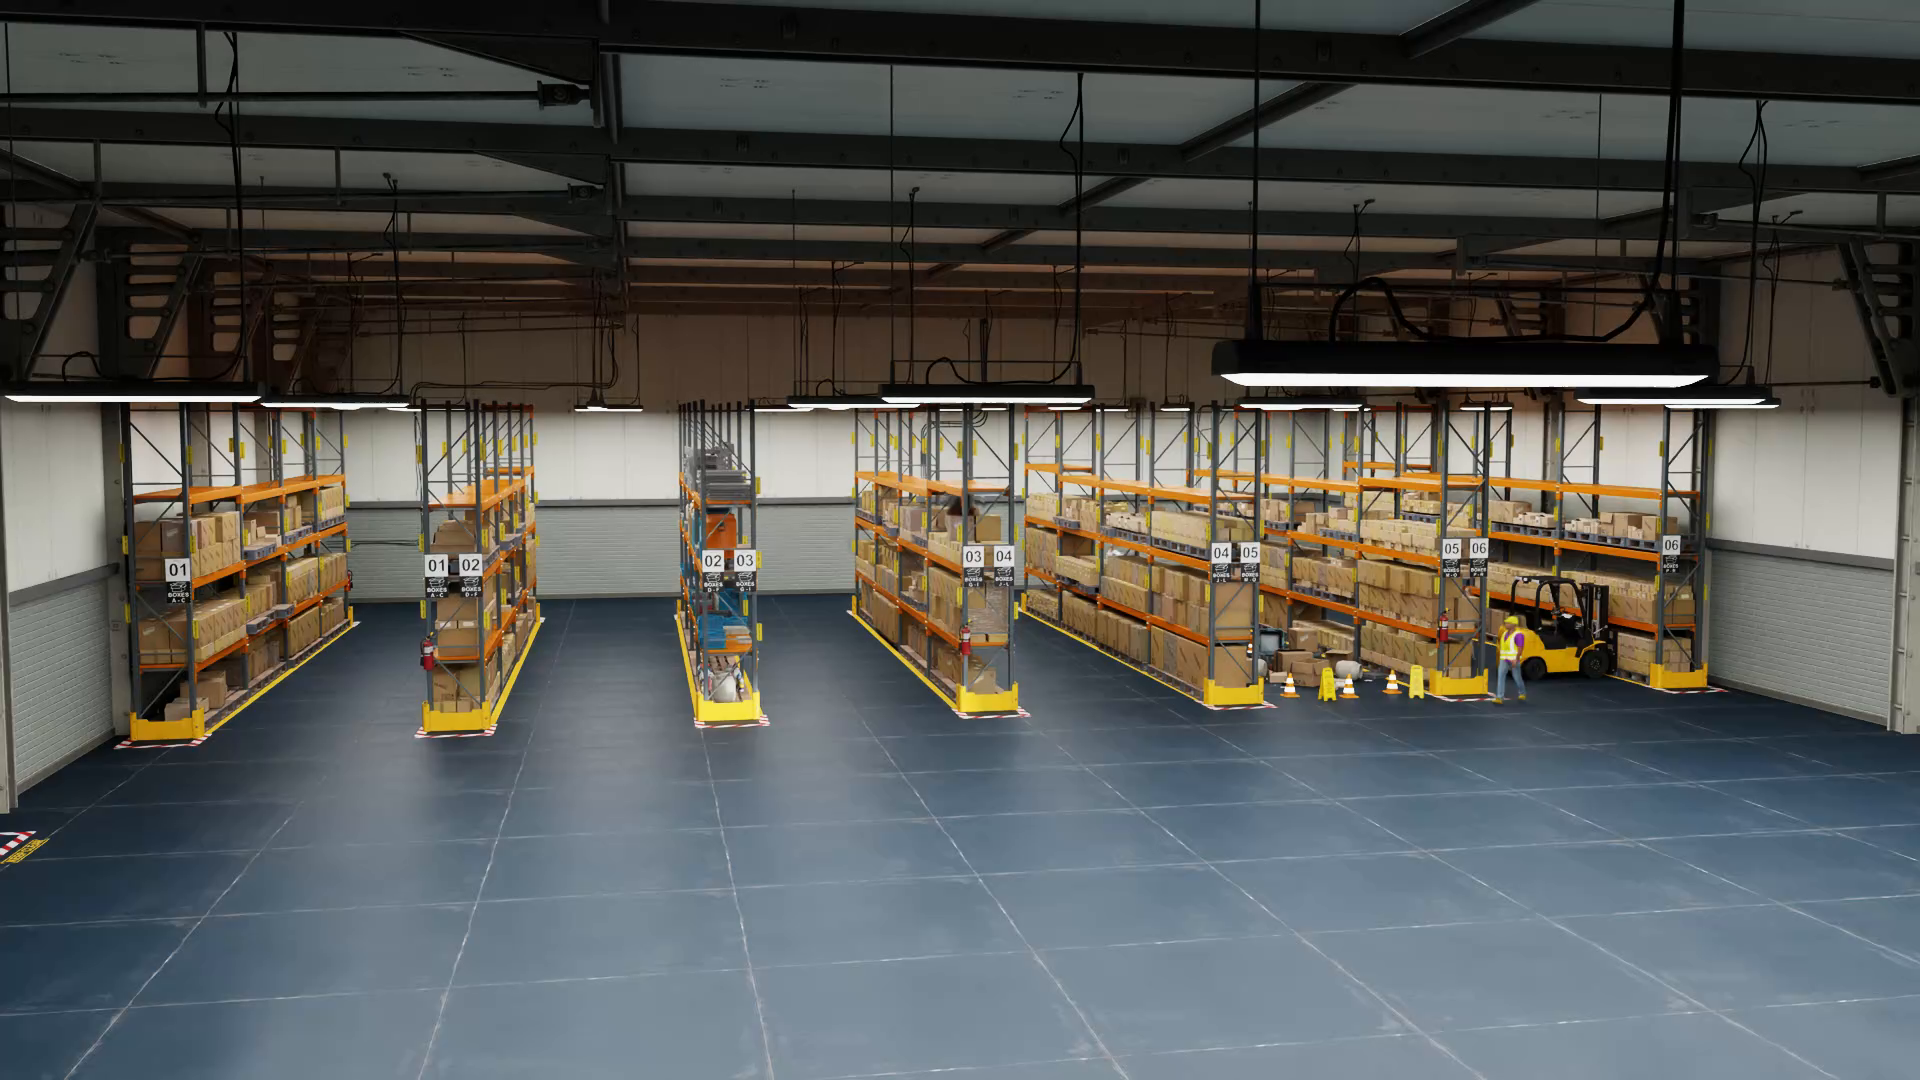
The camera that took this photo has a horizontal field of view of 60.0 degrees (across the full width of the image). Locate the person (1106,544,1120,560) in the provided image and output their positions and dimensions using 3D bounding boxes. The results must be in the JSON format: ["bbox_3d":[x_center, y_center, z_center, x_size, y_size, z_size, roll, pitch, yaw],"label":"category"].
[{"bbox_3d":[4.795,0.900,52.280,0.898,1.721,0.658,-4,6,-39],"label":"person"}]

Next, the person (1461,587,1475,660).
[{"bbox_3d":[11.755,1.953,38.663,0.454,1.729,0.571,1,4,13],"label":"person"}]

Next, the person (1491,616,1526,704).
[{"bbox_3d":[10.896,2.378,32.913,1.040,1.723,0.547,-4,6,-44],"label":"person"}]
